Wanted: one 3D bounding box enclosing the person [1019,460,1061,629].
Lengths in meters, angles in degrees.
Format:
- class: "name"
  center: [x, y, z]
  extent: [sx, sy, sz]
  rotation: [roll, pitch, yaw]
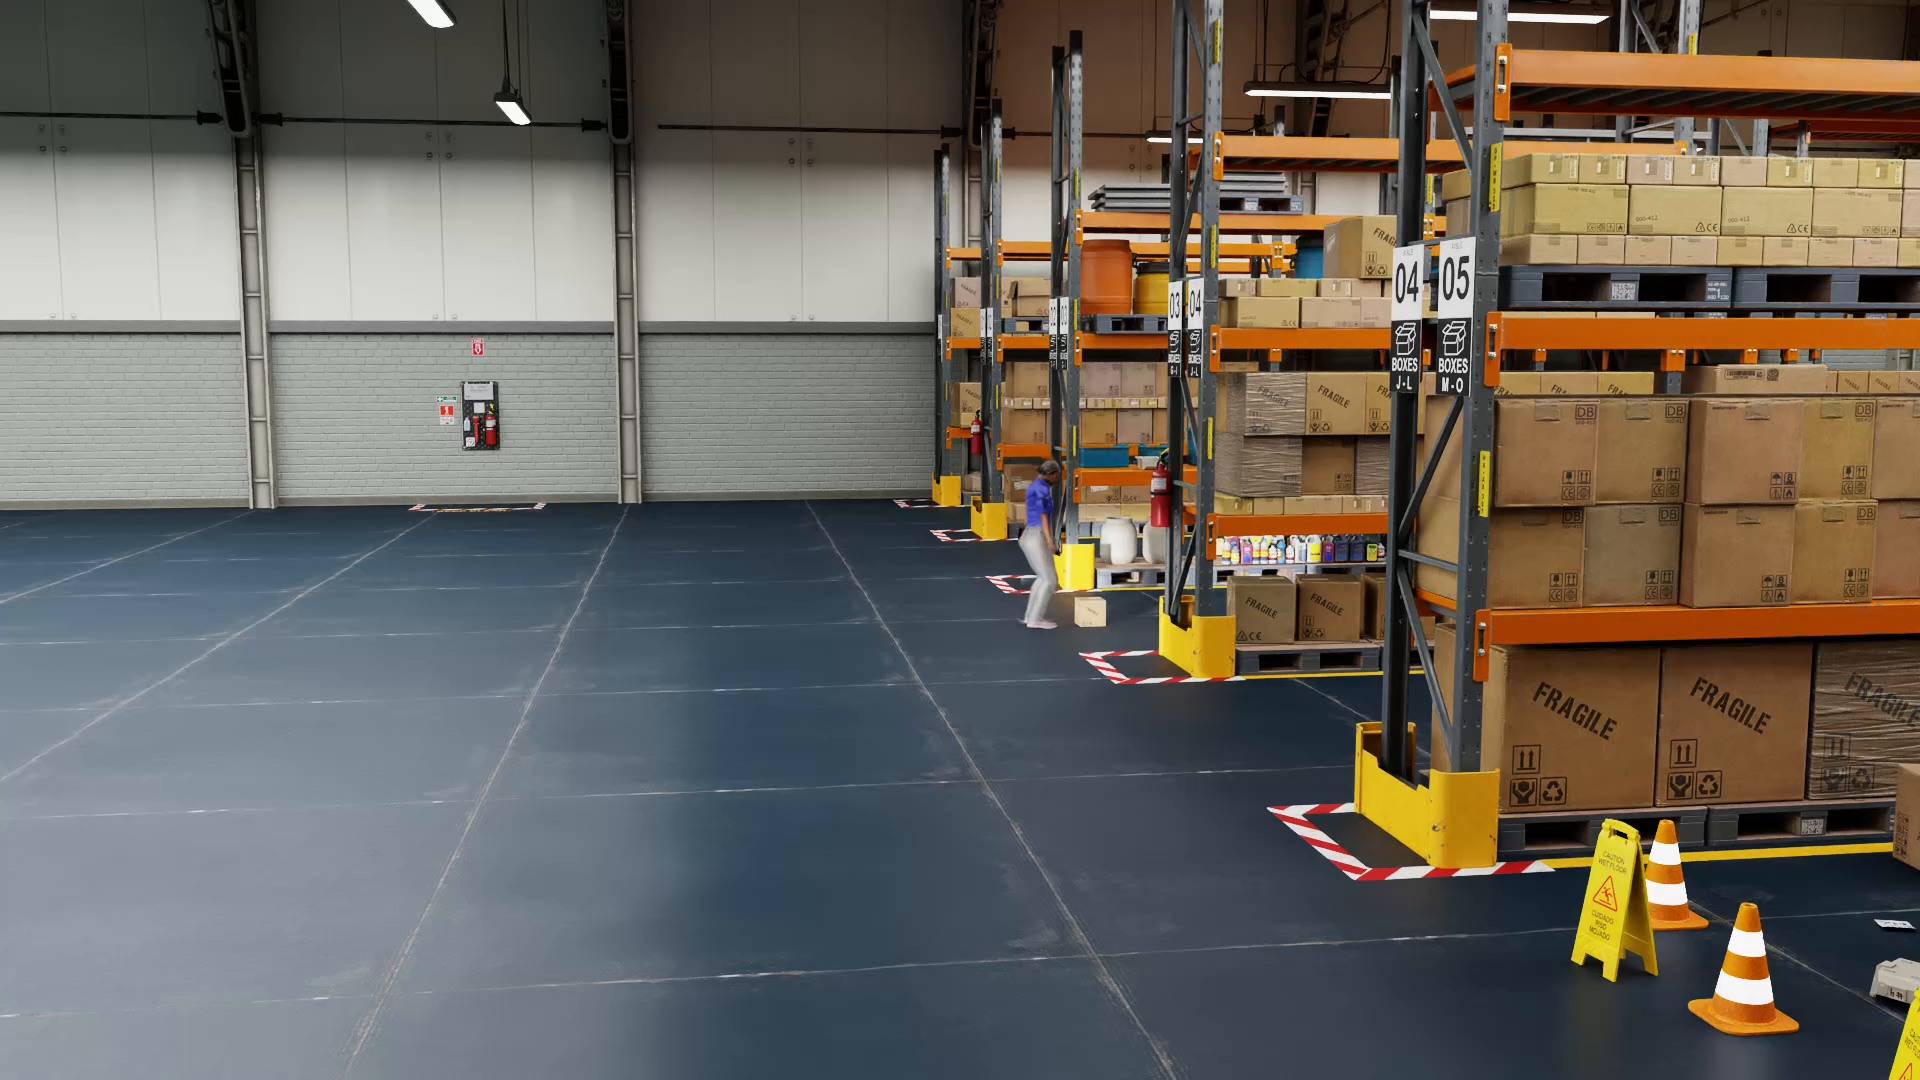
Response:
- class: "person"
  center: [0.763, 0.035, 15.872]
  extent: [0.393, 1.599, 0.461]
  rotation: [-1, 7, -7]
